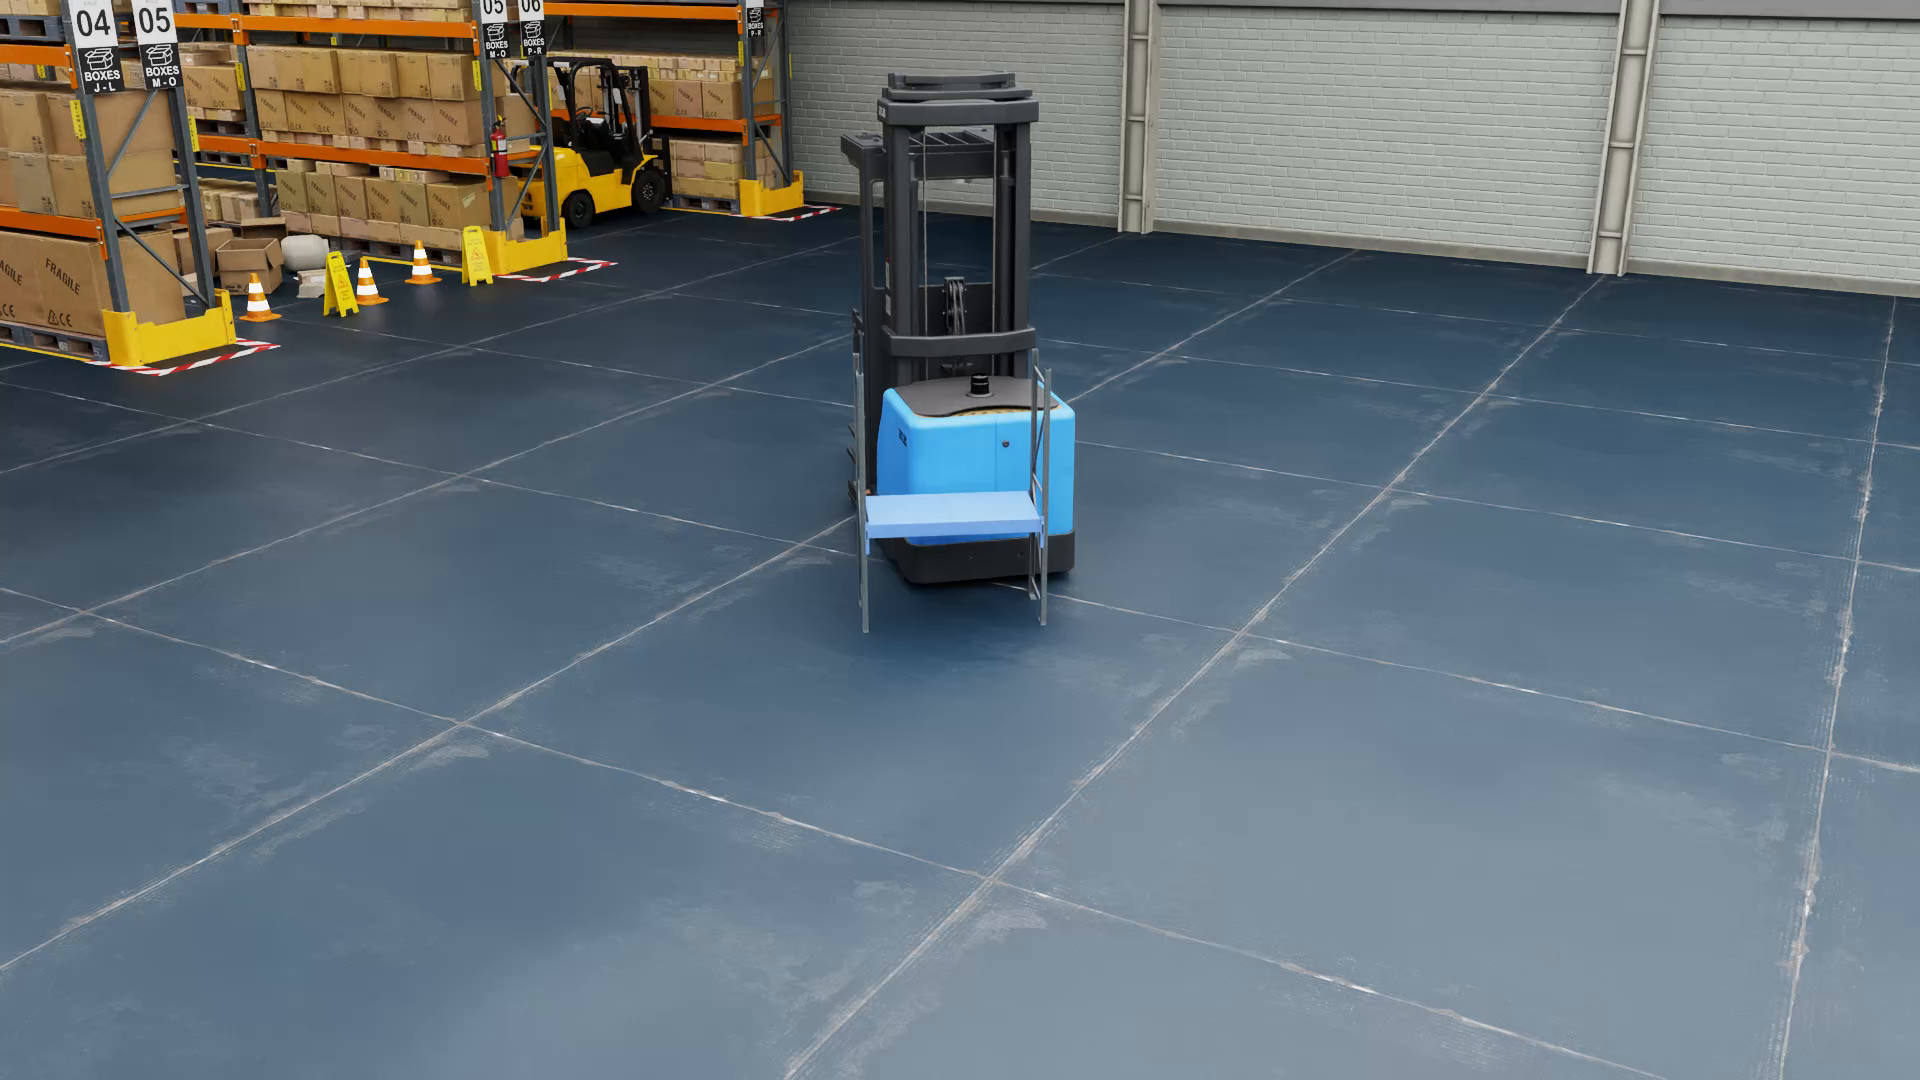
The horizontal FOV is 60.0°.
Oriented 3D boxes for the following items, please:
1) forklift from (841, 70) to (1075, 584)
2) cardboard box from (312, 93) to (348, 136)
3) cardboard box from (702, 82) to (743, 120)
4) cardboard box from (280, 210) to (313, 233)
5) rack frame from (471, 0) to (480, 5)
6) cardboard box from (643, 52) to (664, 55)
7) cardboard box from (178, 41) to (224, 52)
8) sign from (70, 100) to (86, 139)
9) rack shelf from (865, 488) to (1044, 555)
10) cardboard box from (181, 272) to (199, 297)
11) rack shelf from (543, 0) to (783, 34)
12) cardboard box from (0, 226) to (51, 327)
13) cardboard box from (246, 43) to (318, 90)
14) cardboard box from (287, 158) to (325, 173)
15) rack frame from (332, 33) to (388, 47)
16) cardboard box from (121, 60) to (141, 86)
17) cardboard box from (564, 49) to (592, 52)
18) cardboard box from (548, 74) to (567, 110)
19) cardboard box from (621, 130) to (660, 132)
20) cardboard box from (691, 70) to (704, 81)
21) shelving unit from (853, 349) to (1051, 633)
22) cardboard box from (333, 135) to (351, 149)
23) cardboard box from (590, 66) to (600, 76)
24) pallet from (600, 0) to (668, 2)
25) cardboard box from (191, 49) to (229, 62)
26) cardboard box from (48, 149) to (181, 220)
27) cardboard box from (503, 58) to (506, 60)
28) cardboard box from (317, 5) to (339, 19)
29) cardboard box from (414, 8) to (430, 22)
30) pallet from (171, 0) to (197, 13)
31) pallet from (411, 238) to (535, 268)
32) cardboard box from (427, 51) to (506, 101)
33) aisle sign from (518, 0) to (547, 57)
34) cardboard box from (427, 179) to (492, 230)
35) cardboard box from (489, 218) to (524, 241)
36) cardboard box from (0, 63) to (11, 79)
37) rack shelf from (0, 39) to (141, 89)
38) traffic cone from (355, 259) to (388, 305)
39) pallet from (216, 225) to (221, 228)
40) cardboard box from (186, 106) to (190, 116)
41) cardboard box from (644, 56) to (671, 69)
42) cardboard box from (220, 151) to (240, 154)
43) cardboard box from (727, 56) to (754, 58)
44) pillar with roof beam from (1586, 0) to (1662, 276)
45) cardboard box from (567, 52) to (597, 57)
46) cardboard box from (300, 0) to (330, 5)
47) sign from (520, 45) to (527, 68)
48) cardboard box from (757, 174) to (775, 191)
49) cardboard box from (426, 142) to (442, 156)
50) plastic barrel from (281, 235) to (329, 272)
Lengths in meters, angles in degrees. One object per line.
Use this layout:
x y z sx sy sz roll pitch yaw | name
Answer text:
-0.151 -1.585 10.936 1.130 2.935 3.031 -5 20 -13 | forklift
-7.499 -5.216 20.263 0.500 0.500 0.500 11 22 27 | cardboard box
-3.276 -6.213 23.448 0.500 0.500 0.500 10 22 26 | cardboard box
-8.245 -4.076 21.118 0.500 0.250 0.500 10 22 25 | cardboard box
-5.136 -7.504 18.356 0.127 3.000 1.000 11 23 27 | rack frame
-4.477 -7.082 24.456 0.250 0.149 0.380 12 23 29 | cardboard box
-12.882 -8.255 28.462 0.500 0.500 0.700 11 23 29 | cardboard box
-7.739 -3.690 14.594 0.005 0.325 0.100 11 23 27 | sign
-0.054 -0.111 9.499 1.000 0.185 0.538 -2 20 -6 | rack shelf
-8.555 -2.836 18.294 0.258 0.266 0.396 16 25 36 | cardboard box
-4.465 -7.567 23.983 4.000 0.370 1.077 11 23 27 | rack shelf
-8.856 -2.631 16.219 0.875 0.875 0.875 10 22 26 | cardboard box
-8.350 -5.868 20.595 0.500 0.500 0.700 11 22 27 | cardboard box
-8.165 -4.694 20.773 0.250 0.149 0.380 11 23 28 | cardboard box
-9.703 -7.493 27.122 0.127 3.000 1.000 11 23 27 | rack frame
-10.915 -6.084 22.040 0.500 0.500 0.500 11 23 28 | cardboard box
-5.785 -7.356 25.212 0.250 0.149 0.380 11 23 27 | cardboard box
-5.951 -6.723 24.854 0.500 0.500 0.500 10 22 26 | cardboard box
-4.802 -6.010 24.985 0.500 0.250 0.500 11 23 28 | cardboard box
-3.592 -6.584 23.518 0.250 0.149 0.380 11 23 28 | cardboard box
-0.054 -0.280 9.437 1.048 1.500 0.538 -2 20 -6 | shelving unit
-7.398 -4.868 20.254 0.250 0.149 0.380 11 23 28 | cardboard box
-5.185 -6.863 24.289 0.250 0.149 0.380 11 22 27 | cardboard box
-4.393 -7.859 23.862 1.213 0.211 1.003 11 23 27 | pallet
-9.865 -6.372 21.882 0.250 0.149 0.380 12 23 30 | cardboard box
-7.808 -3.312 15.378 0.550 0.550 0.875 11 23 27 | cardboard box
-7.039 -7.264 25.394 0.250 0.149 0.380 11 23 27 | cardboard box
-7.393 -6.276 19.737 0.250 0.149 0.380 10 22 26 | cardboard box
-6.033 -6.038 19.081 0.250 0.149 0.380 12 23 29 | cardboard box
-10.022 -6.977 21.577 1.003 0.211 1.213 11 23 27 | pallet
-5.895 -3.531 20.291 1.213 0.211 1.003 11 23 27 | pallet
-5.689 -5.361 19.196 0.500 0.500 0.700 10 22 26 | cardboard box
-4.931 -5.988 19.162 0.004 0.787 0.394 11 23 27 | aisle sign
-5.963 -3.997 19.802 0.500 0.500 0.500 11 23 28 | cardboard box
-5.706 -3.805 20.373 0.500 0.250 0.500 11 22 27 | cardboard box
-13.151 -6.622 23.110 0.500 0.500 0.500 11 23 28 | cardboard box
-9.208 -4.598 15.798 4.000 0.370 1.077 11 23 27 | rack shelf
-6.385 -2.792 17.883 0.334 0.463 0.336 11 23 27 | traffic cone
-10.378 -4.370 22.603 1.213 0.211 1.003 11 23 27 | pallet
-9.900 -5.555 21.531 0.250 0.149 0.380 11 23 28 | cardboard box
-4.297 -6.833 23.770 0.250 0.149 0.380 11 23 28 | cardboard box
-12.413 -6.947 28.668 0.500 0.500 0.500 10 22 27 | cardboard box
-3.109 -6.836 23.779 0.250 0.149 0.380 12 23 29 | cardboard box
5.490 -6.089 14.456 0.400 9.000 9.100 11 23 27 | pillar with roof beam
-5.578 -7.122 24.565 0.250 0.149 0.380 10 22 26 | cardboard box
-7.492 -6.504 19.781 0.500 0.250 0.500 11 23 28 | cardboard box
-6.467 -7.171 24.655 0.005 0.325 0.100 11 23 27 | sign
-3.052 -5.207 24.237 0.500 0.250 0.500 11 23 28 | cardboard box
-6.056 -4.623 19.578 0.250 0.149 0.380 10 22 26 | cardboard box
-7.678 -3.366 19.523 0.512 0.421 0.421 -7 21 -20 | plastic barrel
